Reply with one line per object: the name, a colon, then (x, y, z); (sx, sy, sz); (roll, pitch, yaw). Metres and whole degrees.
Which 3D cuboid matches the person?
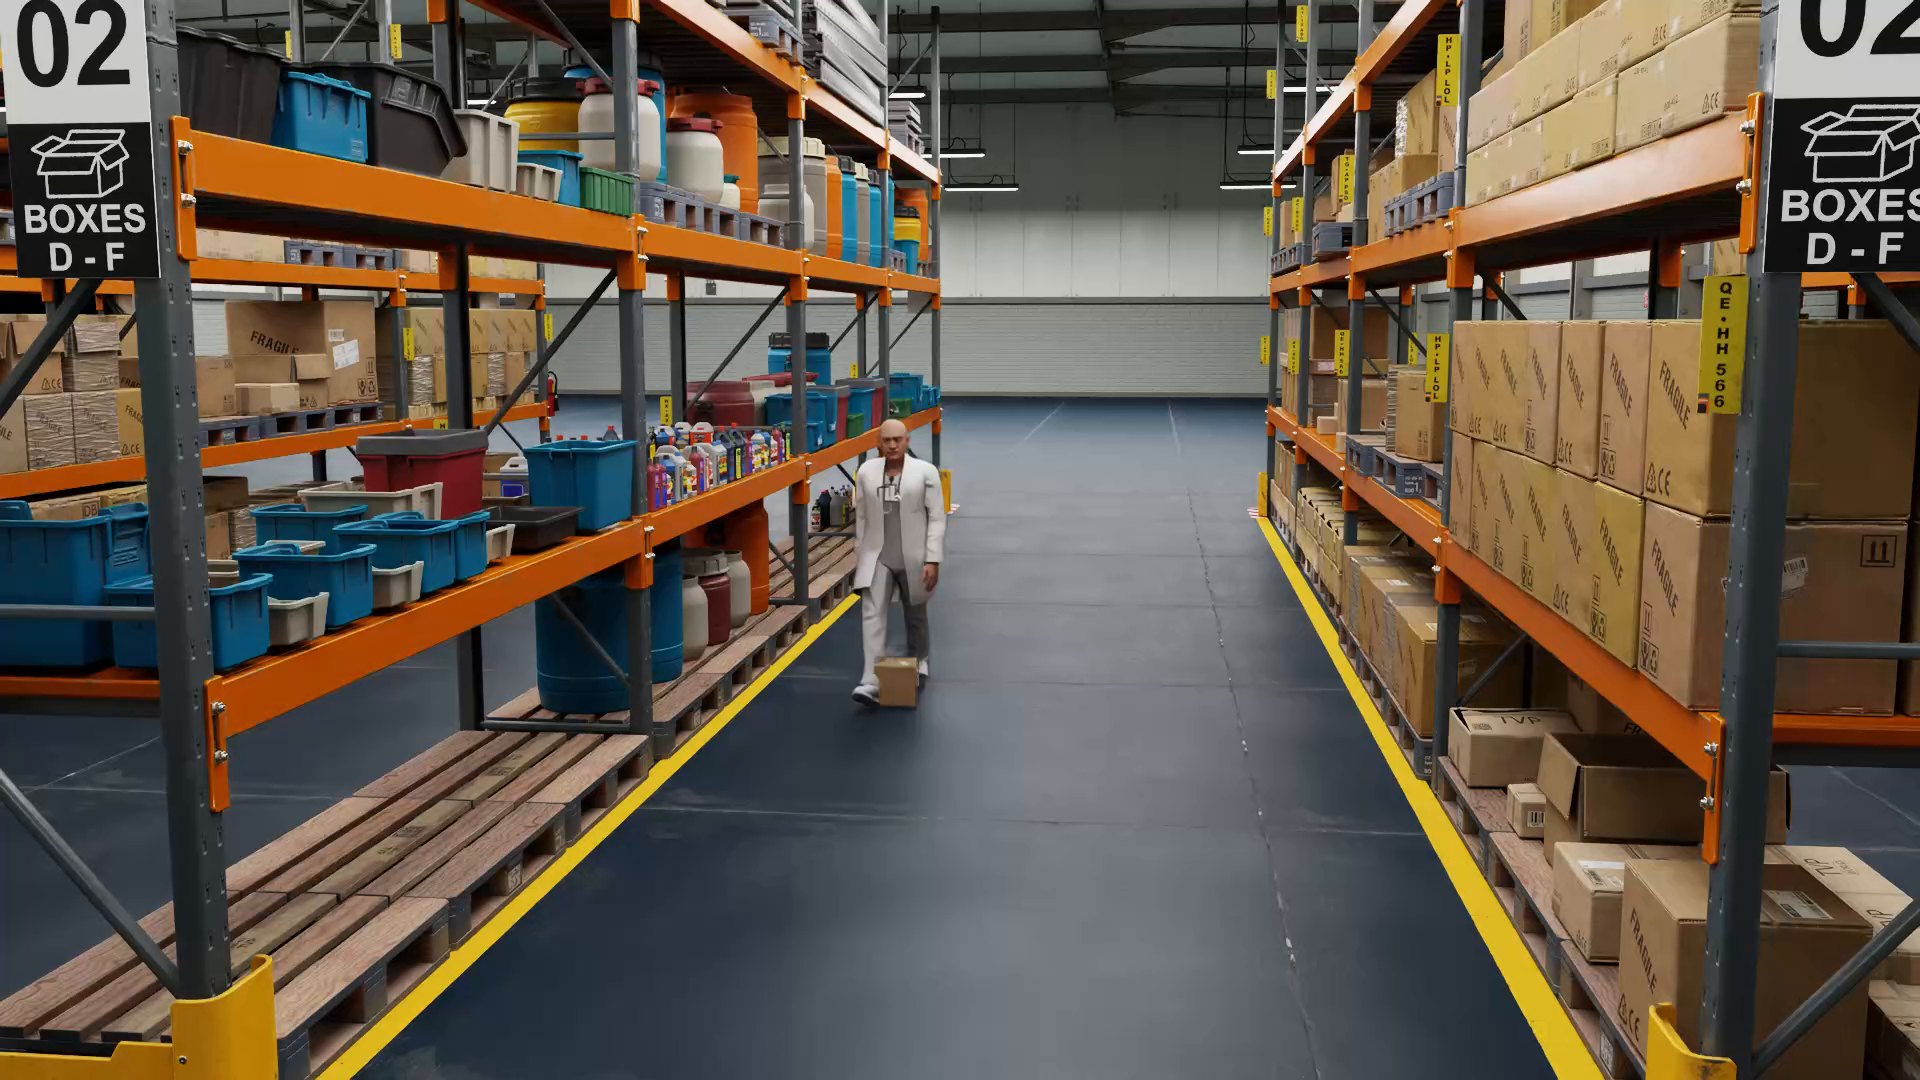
person: (-0.375, 0.115, 10.158); (0.586, 1.718, 1.216); (1, 7, 5)
